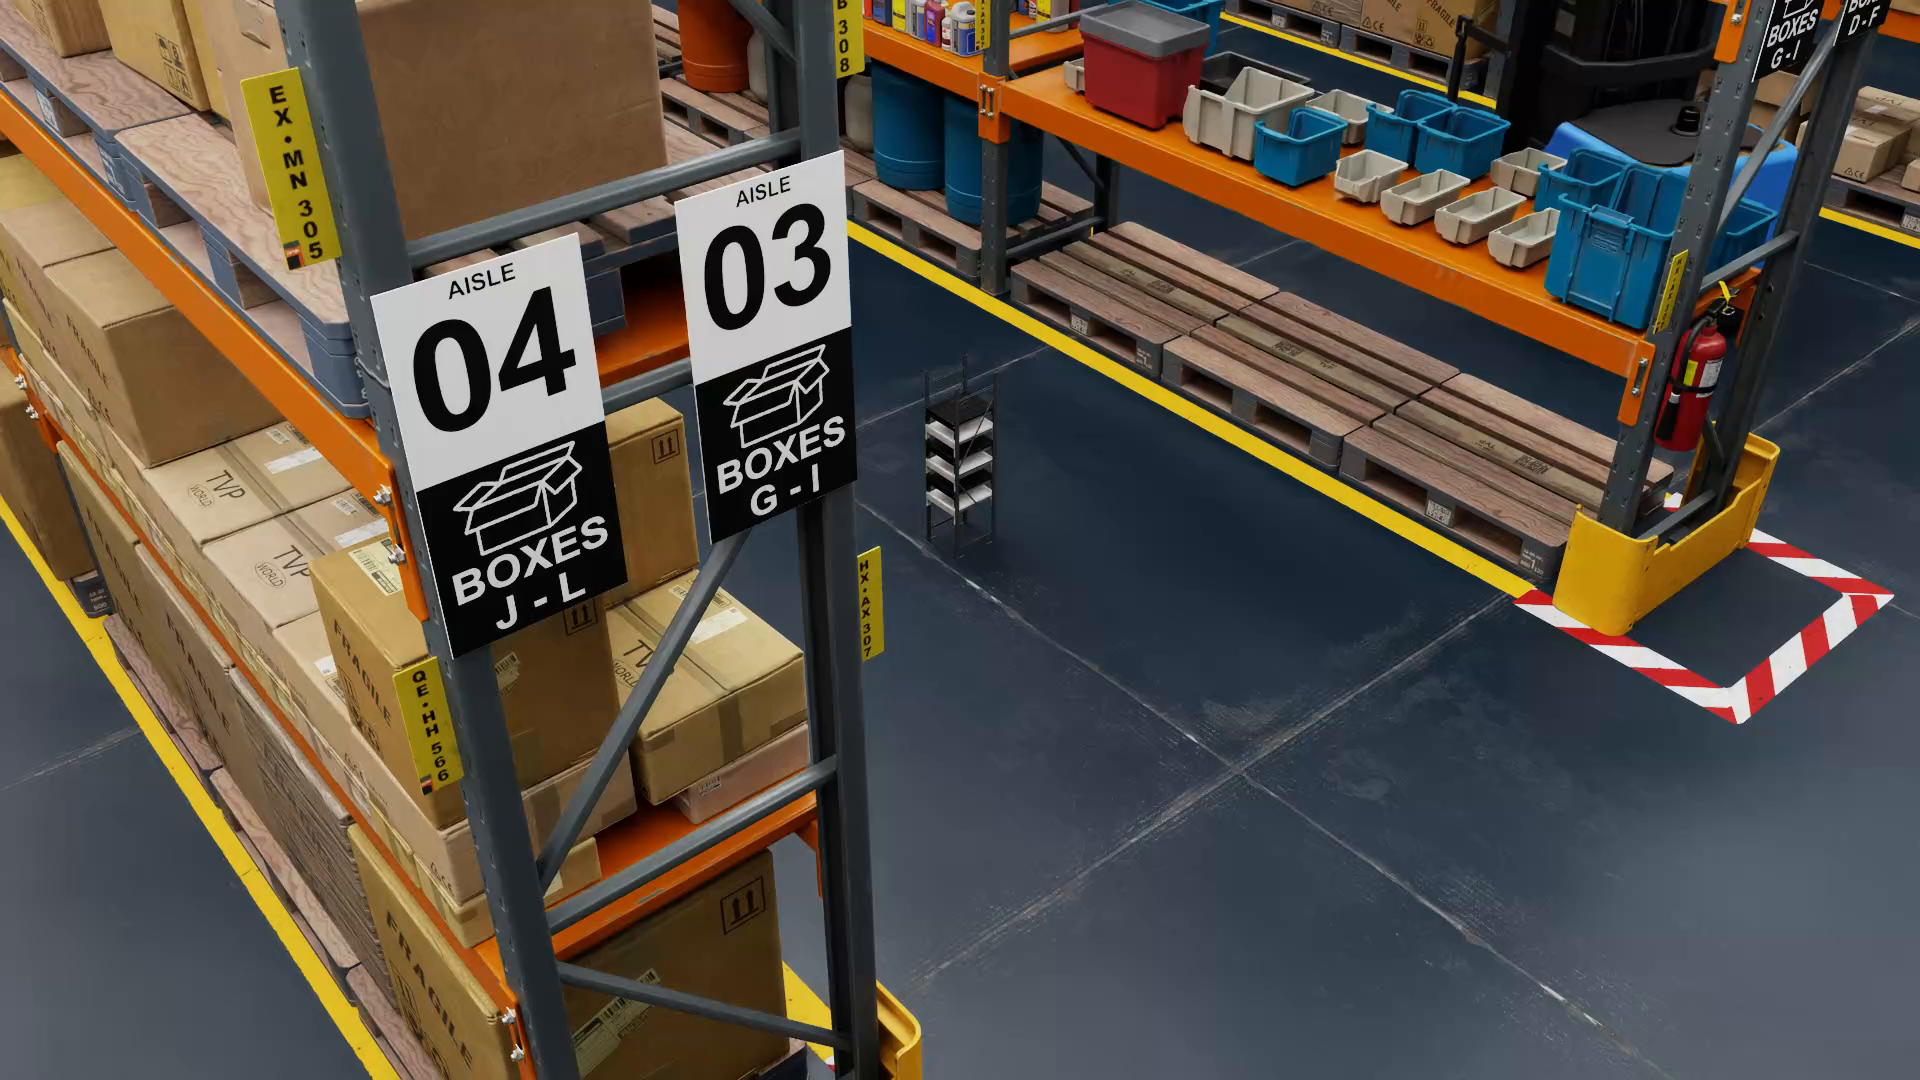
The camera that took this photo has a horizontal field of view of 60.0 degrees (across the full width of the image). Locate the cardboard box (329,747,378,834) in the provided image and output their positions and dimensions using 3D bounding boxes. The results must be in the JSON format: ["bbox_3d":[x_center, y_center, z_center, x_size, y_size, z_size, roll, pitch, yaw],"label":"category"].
[{"bbox_3d":[-1.472,0.598,4.527,0.380,0.149,0.250,-26,43,-32],"label":"cardboard box"}]

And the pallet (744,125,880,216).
[{"bbox_3d":[-0.715,-2.614,11.259,1.003,0.211,1.213,-26,43,-32],"label":"pallet"}]

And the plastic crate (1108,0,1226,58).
[{"bbox_3d":[1.104,-2.796,9.065,0.392,0.384,0.575,-26,43,-32],"label":"plastic crate"}]

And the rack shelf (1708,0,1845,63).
[{"bbox_3d":[1.833,-2.905,7.283,1.077,0.370,4.000,-26,43,-32],"label":"rack shelf"}]

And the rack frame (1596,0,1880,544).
[{"bbox_3d":[3.124,-1.091,6.695,1.000,3.000,0.127,-26,43,-32],"label":"rack frame"}]

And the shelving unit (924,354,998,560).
[{"bbox_3d":[0.005,-0.364,7.485,0.258,0.900,0.210,-26,43,-32],"label":"shelving unit"}]

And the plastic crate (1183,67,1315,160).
[{"bbox_3d":[1.387,-2.090,8.157,0.437,0.282,0.530,-26,43,-32],"label":"plastic crate"}]

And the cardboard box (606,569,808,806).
[{"bbox_3d":[-0.763,0.383,4.486,0.500,0.250,0.500,-27,43,-33],"label":"cardboard box"}]

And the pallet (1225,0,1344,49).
[{"bbox_3d":[2.983,-4.449,13.849,1.003,0.211,1.213,-26,43,-32],"label":"pallet"}]

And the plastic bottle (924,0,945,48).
[{"bbox_3d":[-0.143,-2.948,9.418,0.061,0.283,0.133,-26,43,-32],"label":"plastic bottle"}]

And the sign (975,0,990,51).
[{"bbox_3d":[0.121,-2.766,8.820,0.100,0.325,0.005,-26,43,-32],"label":"sign"}]

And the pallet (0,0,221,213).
[{"bbox_3d":[-1.938,-1.294,4.464,1.003,0.211,1.213,-26,43,-32],"label":"pallet"}]

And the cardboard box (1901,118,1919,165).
[{"bbox_3d":[6.453,-2.561,10.769,0.500,0.250,0.500,-26,43,-32],"label":"cardboard box"}]

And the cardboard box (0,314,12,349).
[{"bbox_3d":[-3.752,-1.155,6.699,0.500,0.500,0.500,-26,43,-32],"label":"cardboard box"}]

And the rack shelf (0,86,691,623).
[{"bbox_3d":[-1.951,-1.057,4.675,1.077,0.370,4.000,-26,43,-32],"label":"rack shelf"}]

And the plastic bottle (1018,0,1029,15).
[{"bbox_3d":[0.394,-3.272,9.886,0.097,0.271,0.097,0,35,0],"label":"plastic bottle"}]

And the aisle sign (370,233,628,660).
[{"bbox_3d":[-0.843,-0.161,3.133,0.394,0.787,0.004,-26,43,-32],"label":"aisle sign"}]

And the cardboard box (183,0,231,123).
[{"bbox_3d":[-1.307,-1.224,3.751,0.700,0.500,0.500,-28,44,-33],"label":"cardboard box"}]

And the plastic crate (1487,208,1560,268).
[{"bbox_3d":[2.459,-1.301,7.167,0.396,0.136,0.243,-26,43,-32],"label":"plastic crate"}]

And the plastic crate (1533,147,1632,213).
[{"bbox_3d":[2.791,-1.570,7.464,0.416,0.233,0.300,-26,43,-32],"label":"plastic crate"}]

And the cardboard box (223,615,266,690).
[{"bbox_3d":[-1.969,0.260,5.006,0.380,0.149,0.250,-26,43,-32],"label":"cardboard box"}]

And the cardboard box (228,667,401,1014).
[{"bbox_3d":[-1.721,0.797,5.504,0.875,0.875,0.875,-26,43,-32],"label":"cardboard box"}]

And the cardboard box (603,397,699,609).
[{"bbox_3d":[-1.086,-0.143,4.581,0.500,0.500,0.500,-27,43,-33],"label":"cardboard box"}]

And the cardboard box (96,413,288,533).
[{"bbox_3d":[-2.482,-0.317,5.475,0.500,0.250,0.500,-25,42,-31],"label":"cardboard box"}]

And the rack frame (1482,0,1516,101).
[{"bbox_3d":[4.329,-4.703,11.795,1.000,3.000,0.127,-26,43,-32],"label":"rack frame"}]

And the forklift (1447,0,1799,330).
[{"bbox_3d":[3.513,-3.098,9.589,1.130,2.935,3.031,-12,37,-17],"label":"forklift"}]

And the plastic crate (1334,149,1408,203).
[{"bbox_3d":[1.880,-1.672,7.691,0.298,0.136,0.250,-26,43,-32],"label":"plastic crate"}]

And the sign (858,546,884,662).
[{"bbox_3d":[-0.232,0.166,4.102,0.100,0.325,0.005,-26,43,-32],"label":"sign"}]

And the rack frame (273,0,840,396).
[{"bbox_3d":[-0.660,-1.692,2.353,1.000,3.000,0.127,-26,43,-32],"label":"rack frame"}]

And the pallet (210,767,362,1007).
[{"bbox_3d":[-2.019,1.032,6.110,1.003,0.211,1.213,-26,43,-32],"label":"pallet"}]

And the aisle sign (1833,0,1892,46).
[{"bbox_3d":[3.397,-2.231,6.056,0.394,0.787,0.004,-26,43,-32],"label":"aisle sign"}]

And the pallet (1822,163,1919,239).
[{"bbox_3d":[6.346,-2.184,10.652,1.003,0.211,1.213,-26,43,-32],"label":"pallet"}]

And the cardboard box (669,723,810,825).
[{"bbox_3d":[-0.637,0.579,4.555,0.380,0.149,0.250,-25,43,-31],"label":"cardboard box"}]

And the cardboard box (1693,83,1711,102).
[{"bbox_3d":[5.000,-3.082,11.577,0.380,0.166,0.250,-26,43,-32],"label":"cardboard box"}]

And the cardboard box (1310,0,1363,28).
[{"bbox_3d":[3.155,-4.416,13.173,0.500,0.500,0.500,-25,43,-31],"label":"cardboard box"}]

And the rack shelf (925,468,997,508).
[{"bbox_3d":[0.005,-0.263,7.556,0.258,0.077,0.200,-26,43,-32],"label":"rack shelf"}]

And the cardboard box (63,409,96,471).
[{"bbox_3d":[-2.964,-0.421,5.966,0.380,0.149,0.250,-25,42,-30],"label":"cardboard box"}]

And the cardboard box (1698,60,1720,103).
[{"bbox_3d":[5.397,-3.308,11.772,0.500,0.311,0.500,-26,43,-32],"label":"cardboard box"}]

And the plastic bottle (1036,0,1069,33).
[{"bbox_3d":[0.537,-3.131,9.619,0.144,0.351,0.185,-26,43,-32],"label":"plastic bottle"}]

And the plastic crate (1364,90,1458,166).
[{"bbox_3d":[2.173,-1.993,8.062,0.416,0.233,0.300,-26,43,-32],"label":"plastic crate"}]

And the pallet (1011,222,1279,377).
[{"bbox_3d":[1.047,-1.409,9.557,1.003,0.211,1.213,-26,43,-32],"label":"pallet"}]

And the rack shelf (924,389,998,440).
[{"bbox_3d":[0.005,-0.557,7.348,0.258,0.077,0.200,-26,43,-32],"label":"rack shelf"}]

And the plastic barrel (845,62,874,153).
[{"bbox_3d":[-0.549,-2.855,10.975,0.421,0.512,0.421,0,35,0],"label":"plastic barrel"}]

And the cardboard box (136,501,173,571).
[{"bbox_3d":[-2.468,-0.081,5.486,0.380,0.149,0.250,-25,43,-31],"label":"cardboard box"}]

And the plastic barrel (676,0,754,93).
[{"bbox_3d":[-1.710,-3.699,11.892,0.600,0.830,0.708,-26,43,-32],"label":"plastic barrel"}]

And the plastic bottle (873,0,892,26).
[{"bbox_3d":[-0.420,-3.202,9.719,0.144,0.351,0.185,-26,43,-32],"label":"plastic bottle"}]

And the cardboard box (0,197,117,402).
[{"bbox_3d":[-2.816,-0.849,5.577,0.500,0.500,0.500,-26,43,-32],"label":"cardboard box"}]

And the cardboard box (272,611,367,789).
[{"bbox_3d":[-1.502,0.357,4.523,0.500,0.250,0.500,-27,43,-33],"label":"cardboard box"}]
